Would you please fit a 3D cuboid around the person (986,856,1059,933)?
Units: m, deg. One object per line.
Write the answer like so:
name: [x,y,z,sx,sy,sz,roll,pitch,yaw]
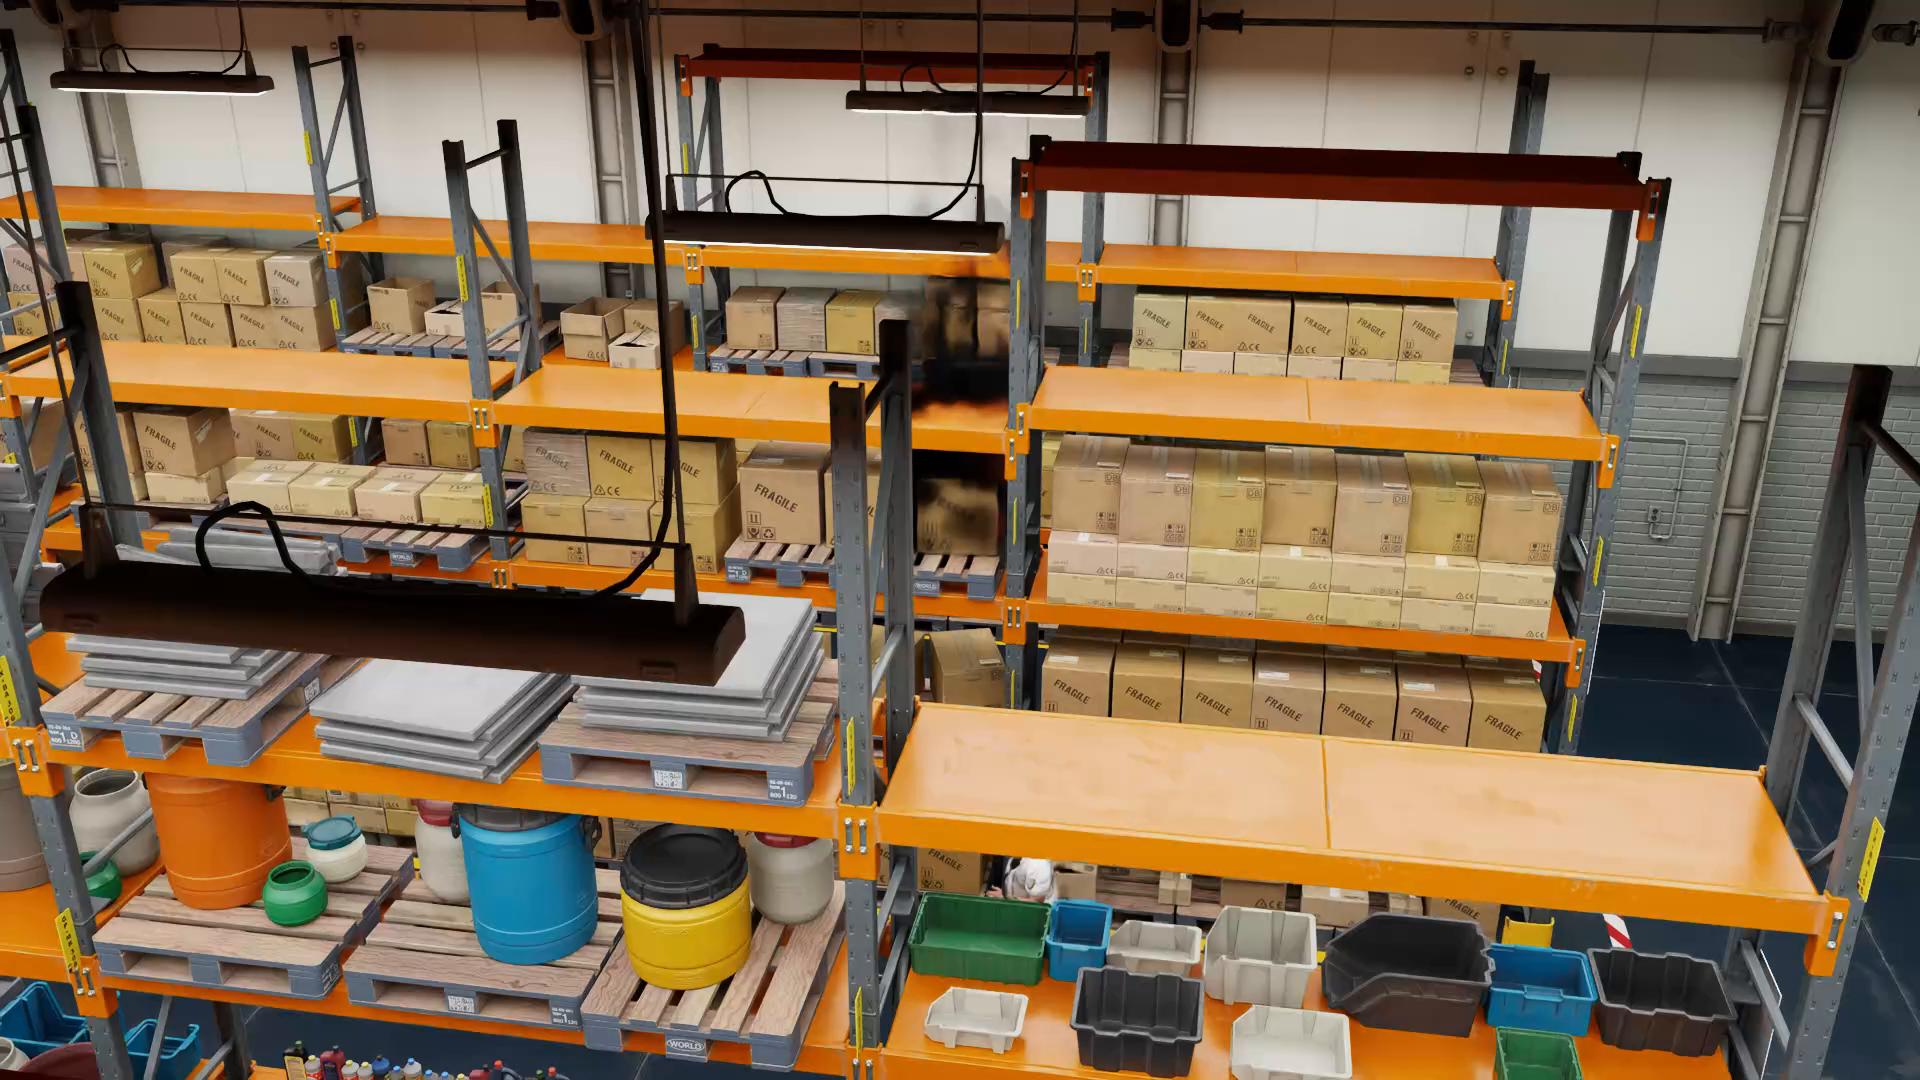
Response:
person: [0.421,2.520,11.401,0.904,1.751,0.693,2,23,5]
